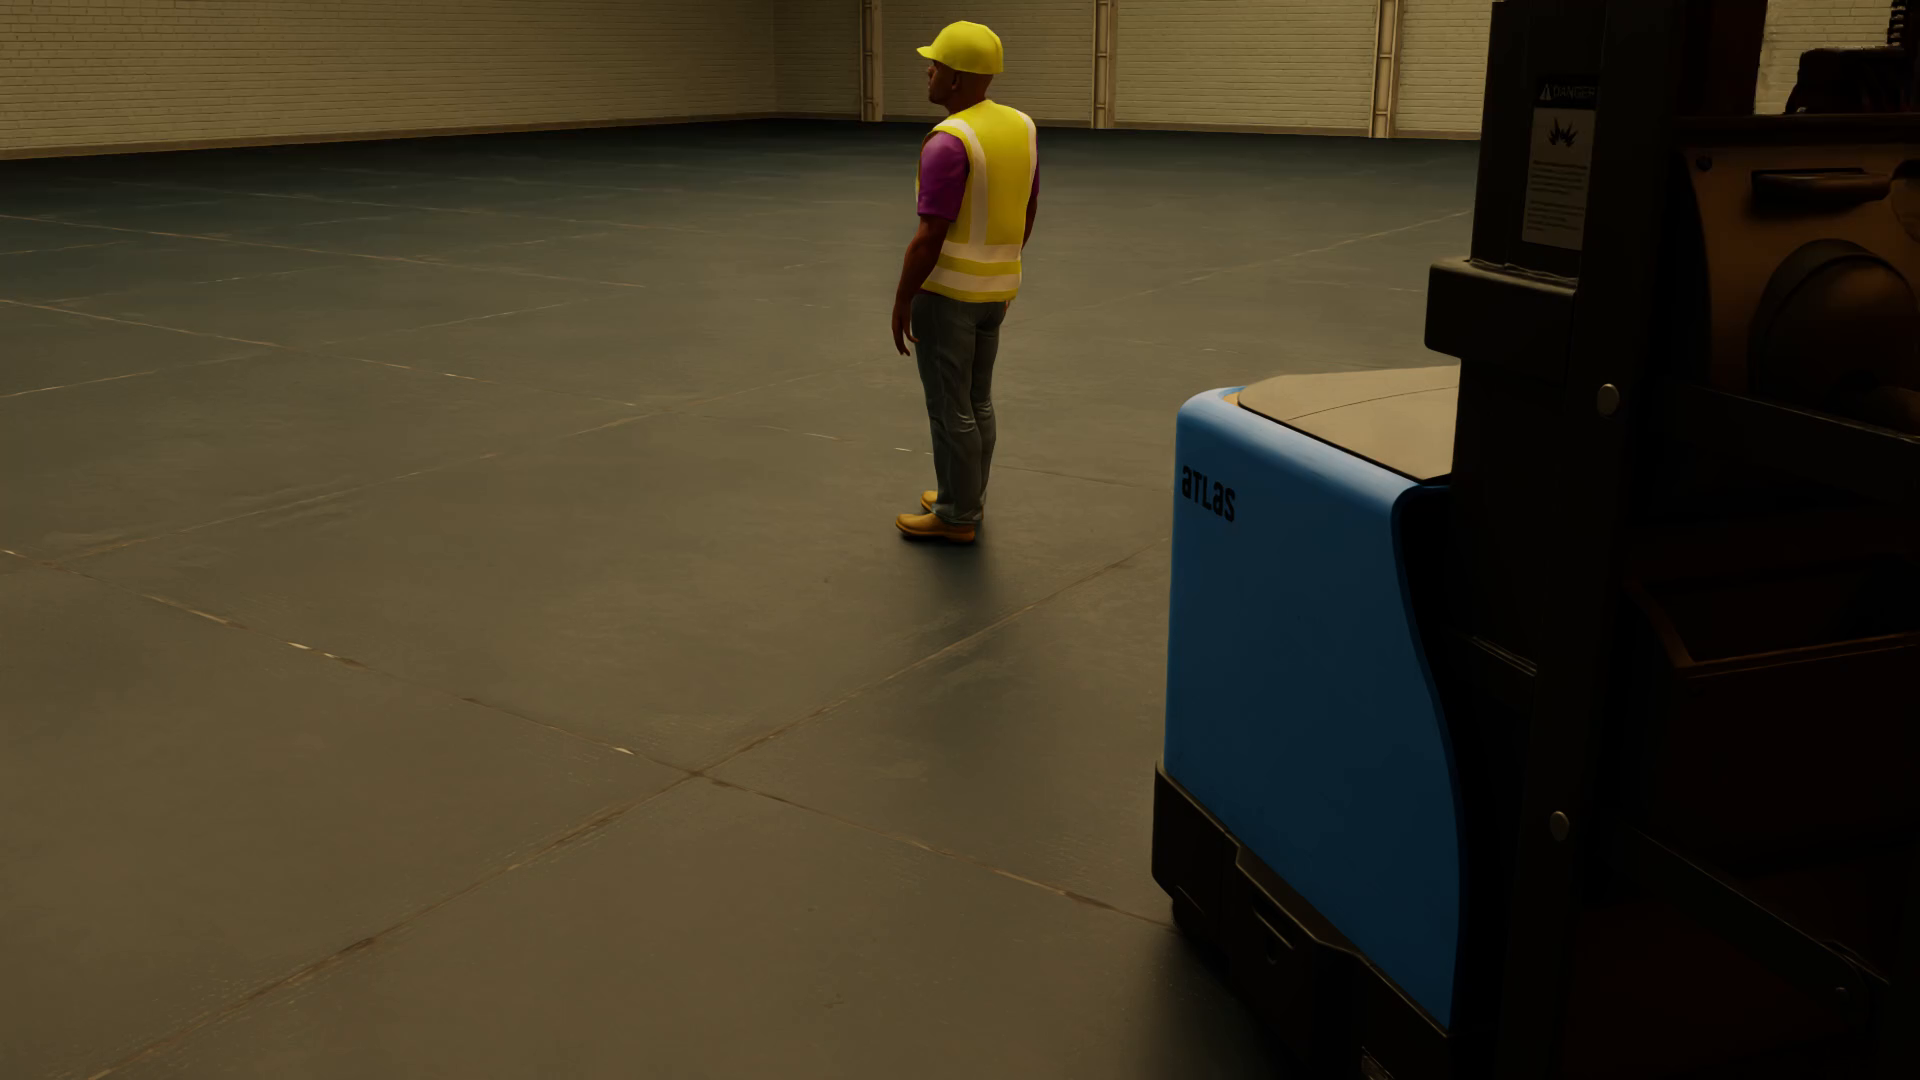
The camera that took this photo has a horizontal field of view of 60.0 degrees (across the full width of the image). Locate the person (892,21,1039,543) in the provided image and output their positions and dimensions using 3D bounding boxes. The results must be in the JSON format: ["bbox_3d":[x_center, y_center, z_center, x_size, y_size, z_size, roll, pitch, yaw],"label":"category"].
[{"bbox_3d":[-0.054,-0.866,5.736,0.577,1.765,0.666,11,20,33],"label":"person"}]

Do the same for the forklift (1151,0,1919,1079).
[{"bbox_3d":[1.348,-0.308,1.861,1.130,2.935,3.031,-6,18,-18],"label":"forklift"}]
